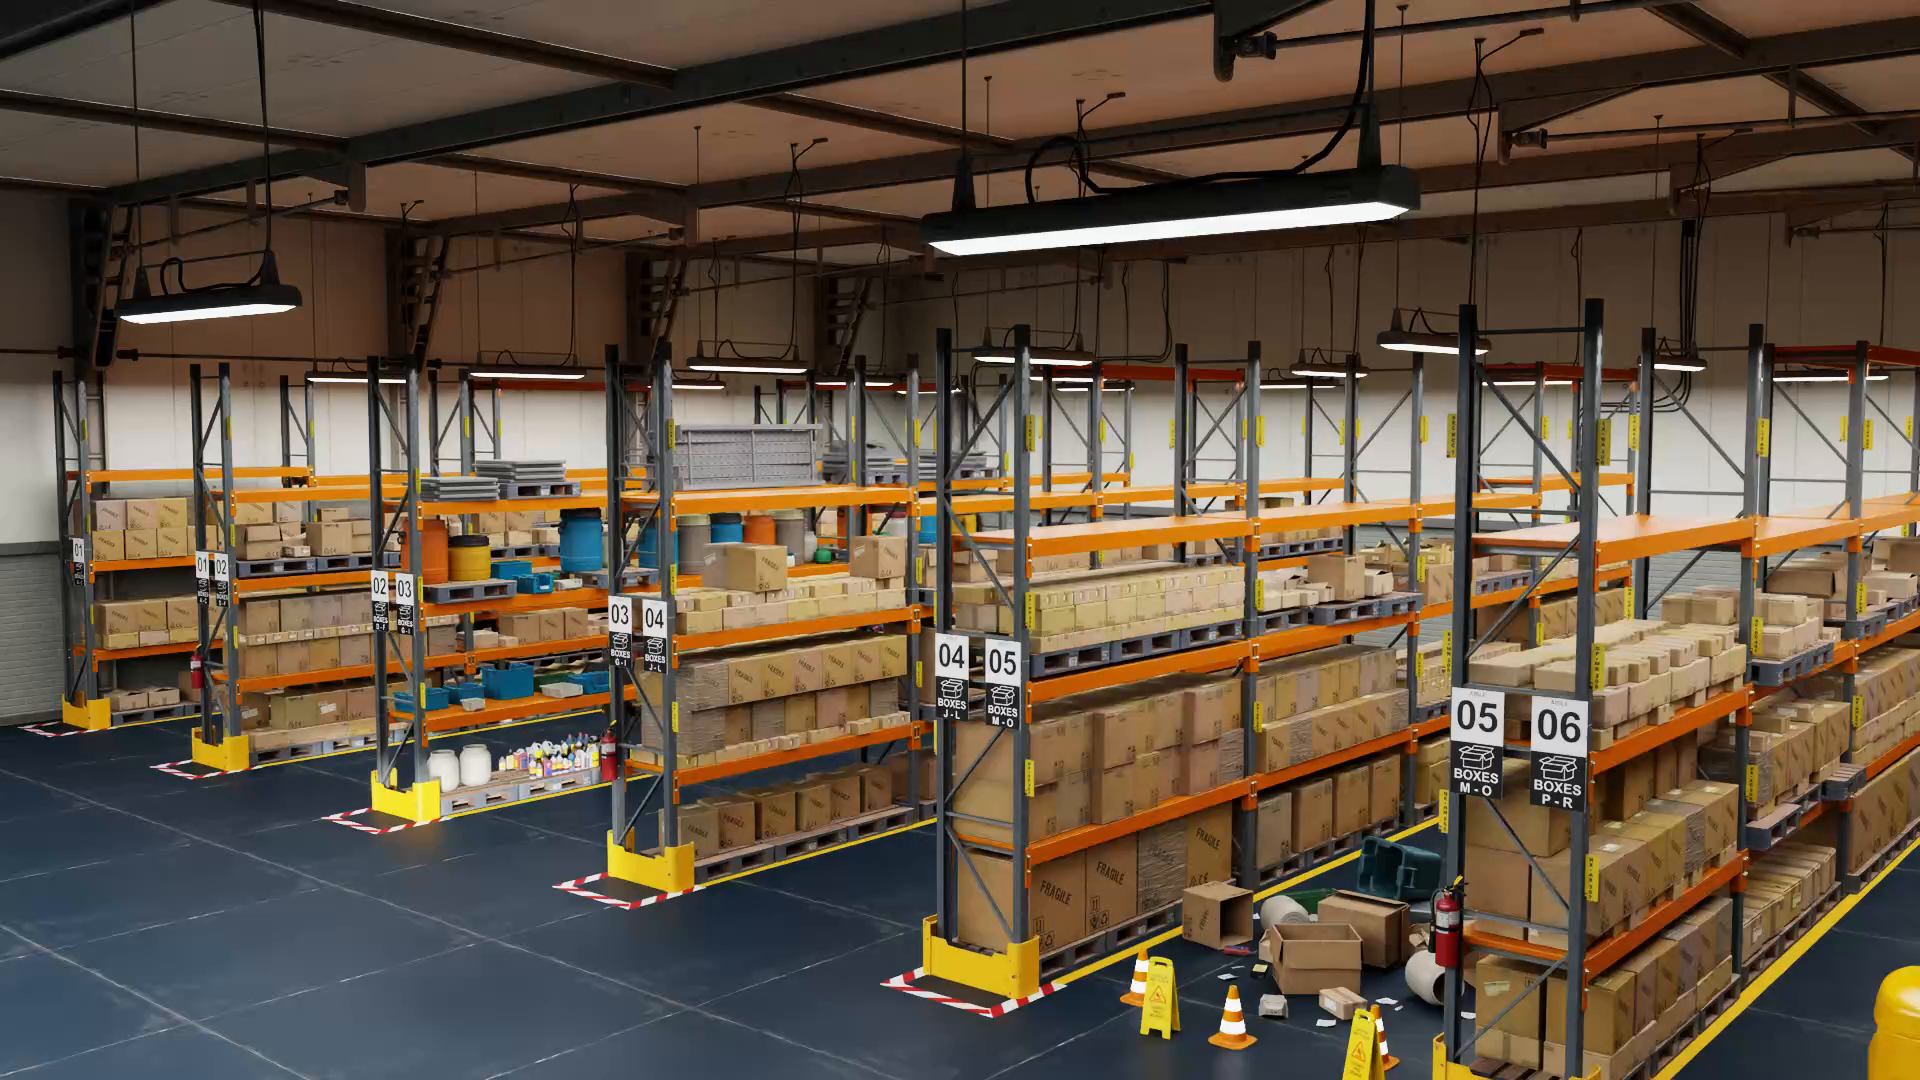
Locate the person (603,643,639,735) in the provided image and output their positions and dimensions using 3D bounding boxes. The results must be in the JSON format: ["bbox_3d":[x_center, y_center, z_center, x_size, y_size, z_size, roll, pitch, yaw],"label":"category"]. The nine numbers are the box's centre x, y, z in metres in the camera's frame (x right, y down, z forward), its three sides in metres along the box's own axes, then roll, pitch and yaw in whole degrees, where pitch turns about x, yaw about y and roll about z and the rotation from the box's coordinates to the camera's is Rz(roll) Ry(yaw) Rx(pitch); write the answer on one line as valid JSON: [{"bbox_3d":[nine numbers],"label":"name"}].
[{"bbox_3d":[-5.658,2.318,27.381,0.709,1.739,0.701,3,5,31],"label":"person"}]

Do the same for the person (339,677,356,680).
[{"bbox_3d":[-10.682,2.205,29.032,0.654,1.731,0.646,2,5,25],"label":"person"}]

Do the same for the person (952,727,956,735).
[{"bbox_3d":[-0.049,2.440,25.906,0.727,1.726,0.668,2,5,31],"label":"person"}]
